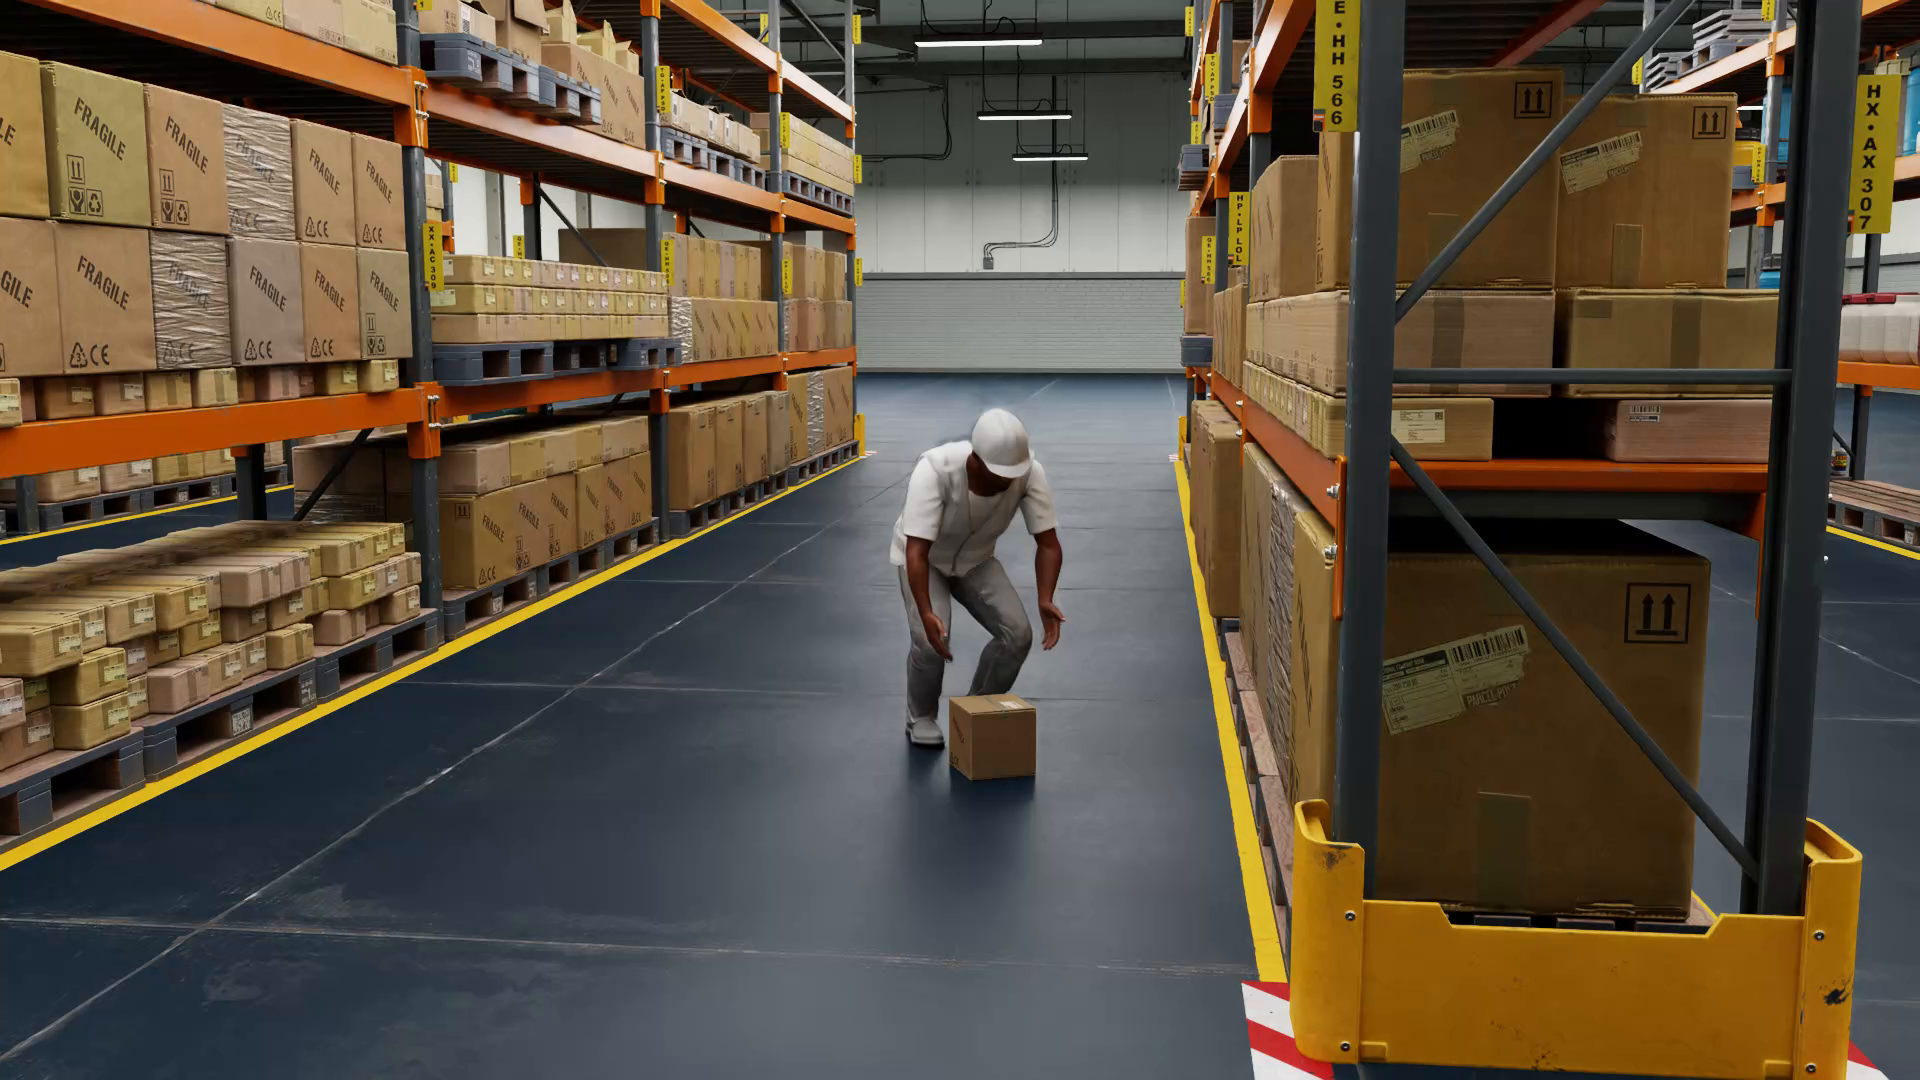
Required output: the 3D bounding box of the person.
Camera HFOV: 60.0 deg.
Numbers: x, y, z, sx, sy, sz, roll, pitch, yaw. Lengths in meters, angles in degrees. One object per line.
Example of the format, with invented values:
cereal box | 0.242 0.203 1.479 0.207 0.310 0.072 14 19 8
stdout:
person | 0.051 0.137 6.401 0.629 1.313 0.805 -2 8 -18
